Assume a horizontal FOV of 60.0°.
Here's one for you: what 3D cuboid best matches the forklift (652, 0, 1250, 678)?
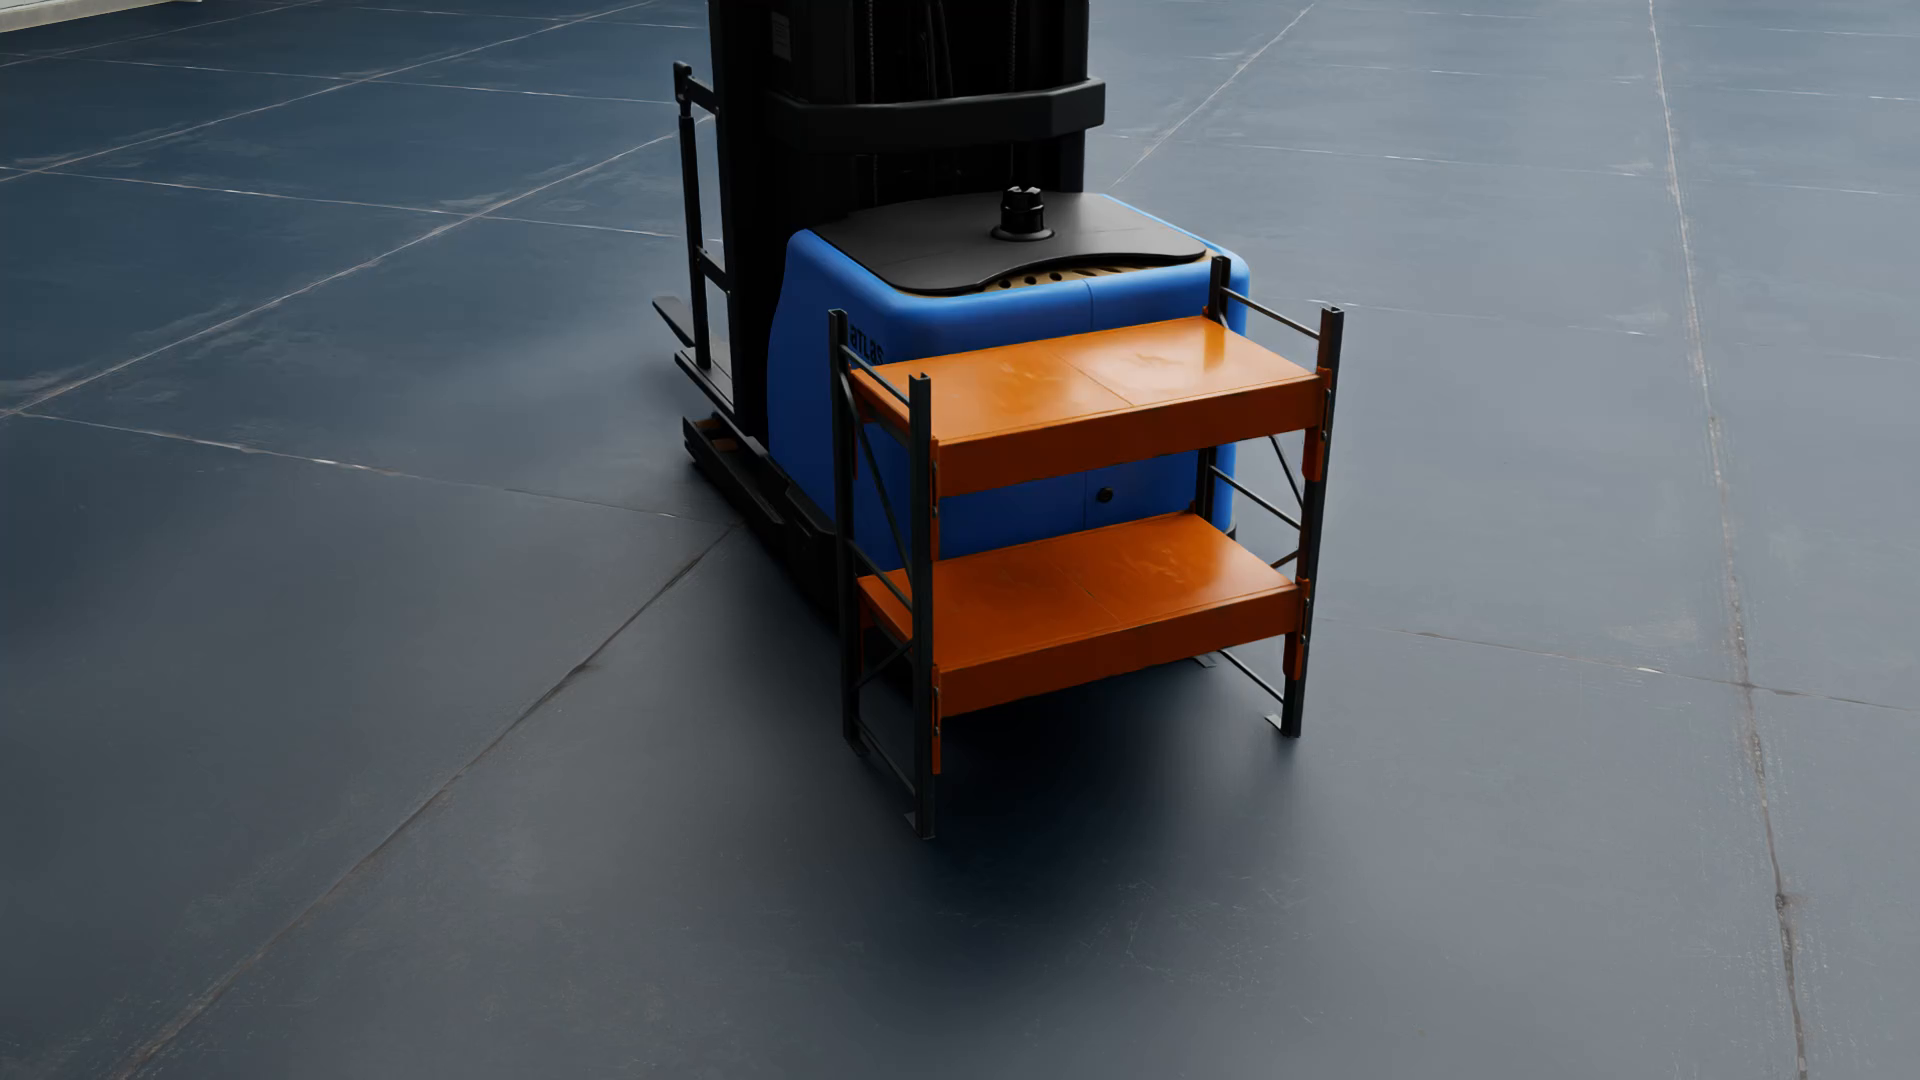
[{"bbox_3d":[-0.309,-1.572,5.132,1.130,2.935,3.031,-11,28,-22],"label":"forklift"}]

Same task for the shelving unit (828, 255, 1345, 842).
[{"bbox_3d":[0.283,-0.008,3.976,1.048,1.125,0.538,-12,28,-22],"label":"shelving unit"}]

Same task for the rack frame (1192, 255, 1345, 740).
[{"bbox_3d":[0.743,-0.102,4.171,0.032,1.125,0.500,-12,28,-22],"label":"rack frame"}]

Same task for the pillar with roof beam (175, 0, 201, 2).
[{"bbox_3d":[-3.271,-8.647,12.783,9.100,9.000,0.400,9,27,17],"label":"pillar with roof beam"}]

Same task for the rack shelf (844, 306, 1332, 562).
[{"bbox_3d":[0.283,-0.272,3.849,1.000,0.278,0.538,-12,28,-22],"label":"rack shelf"}]

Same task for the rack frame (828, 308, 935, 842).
[{"bbox_3d":[-0.177,0.086,3.782,0.032,1.125,0.500,-12,28,-22],"label":"rack frame"}]

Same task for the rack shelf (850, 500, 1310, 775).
[{"bbox_3d":[0.283,0.212,4.083,1.000,0.278,0.538,-12,28,-22],"label":"rack shelf"}]
